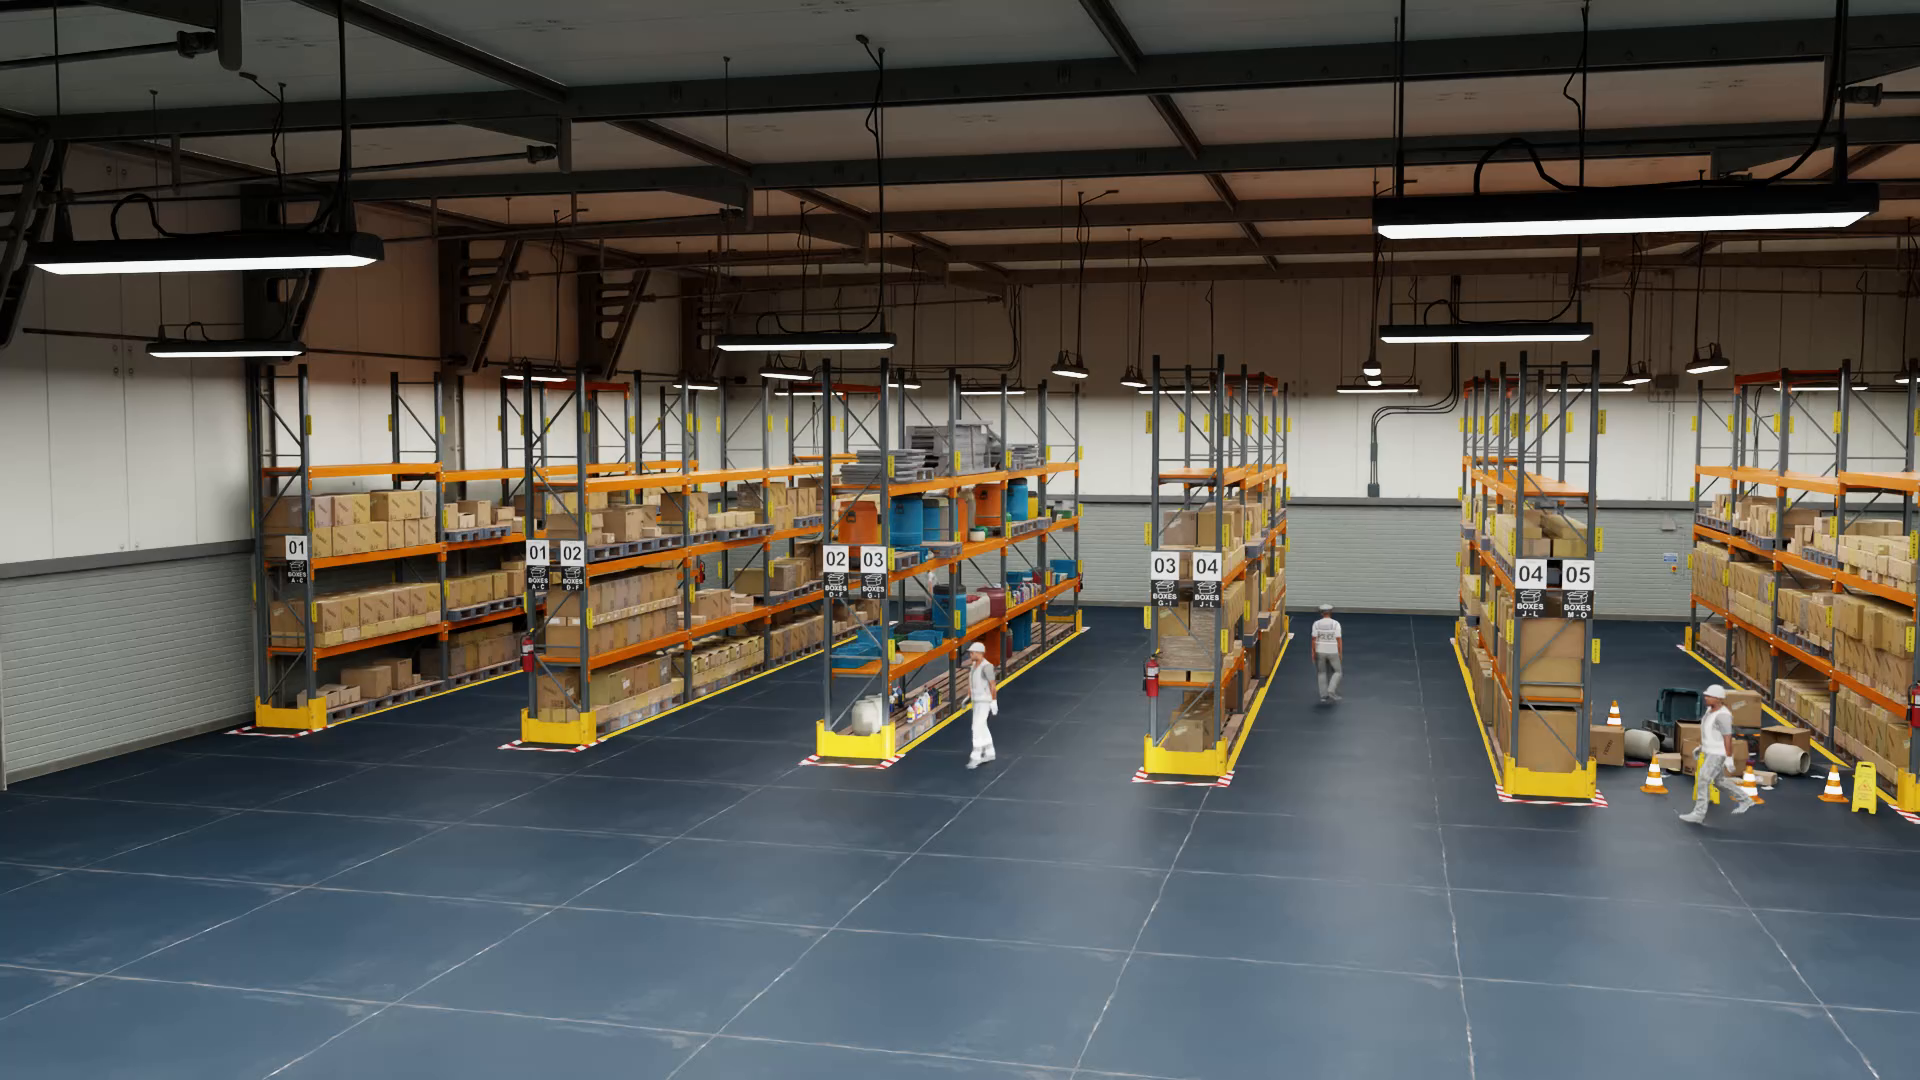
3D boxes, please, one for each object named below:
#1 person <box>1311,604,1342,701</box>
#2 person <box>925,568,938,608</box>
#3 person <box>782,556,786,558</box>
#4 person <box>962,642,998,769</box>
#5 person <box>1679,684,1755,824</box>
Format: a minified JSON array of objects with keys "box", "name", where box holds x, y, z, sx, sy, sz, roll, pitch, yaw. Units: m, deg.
[{"box":[6.645,2.056,30.093,0.585,1.753,0.562,2,4,21],"name":"person"},{"box":[-0.668,1.394,40.638,0.526,1.673,0.497,-1,4,-8],"name":"person"},{"box":[-4.358,1.288,41.059,0.633,1.778,0.587,3,5,40],"name":"person"},{"box":[0.254,2.422,24.602,0.623,1.805,0.628,-2,4,-22],"name":"person"},{"box":[9.544,2.681,20.910,1.035,1.747,0.605,0,4,0],"name":"person"}]
